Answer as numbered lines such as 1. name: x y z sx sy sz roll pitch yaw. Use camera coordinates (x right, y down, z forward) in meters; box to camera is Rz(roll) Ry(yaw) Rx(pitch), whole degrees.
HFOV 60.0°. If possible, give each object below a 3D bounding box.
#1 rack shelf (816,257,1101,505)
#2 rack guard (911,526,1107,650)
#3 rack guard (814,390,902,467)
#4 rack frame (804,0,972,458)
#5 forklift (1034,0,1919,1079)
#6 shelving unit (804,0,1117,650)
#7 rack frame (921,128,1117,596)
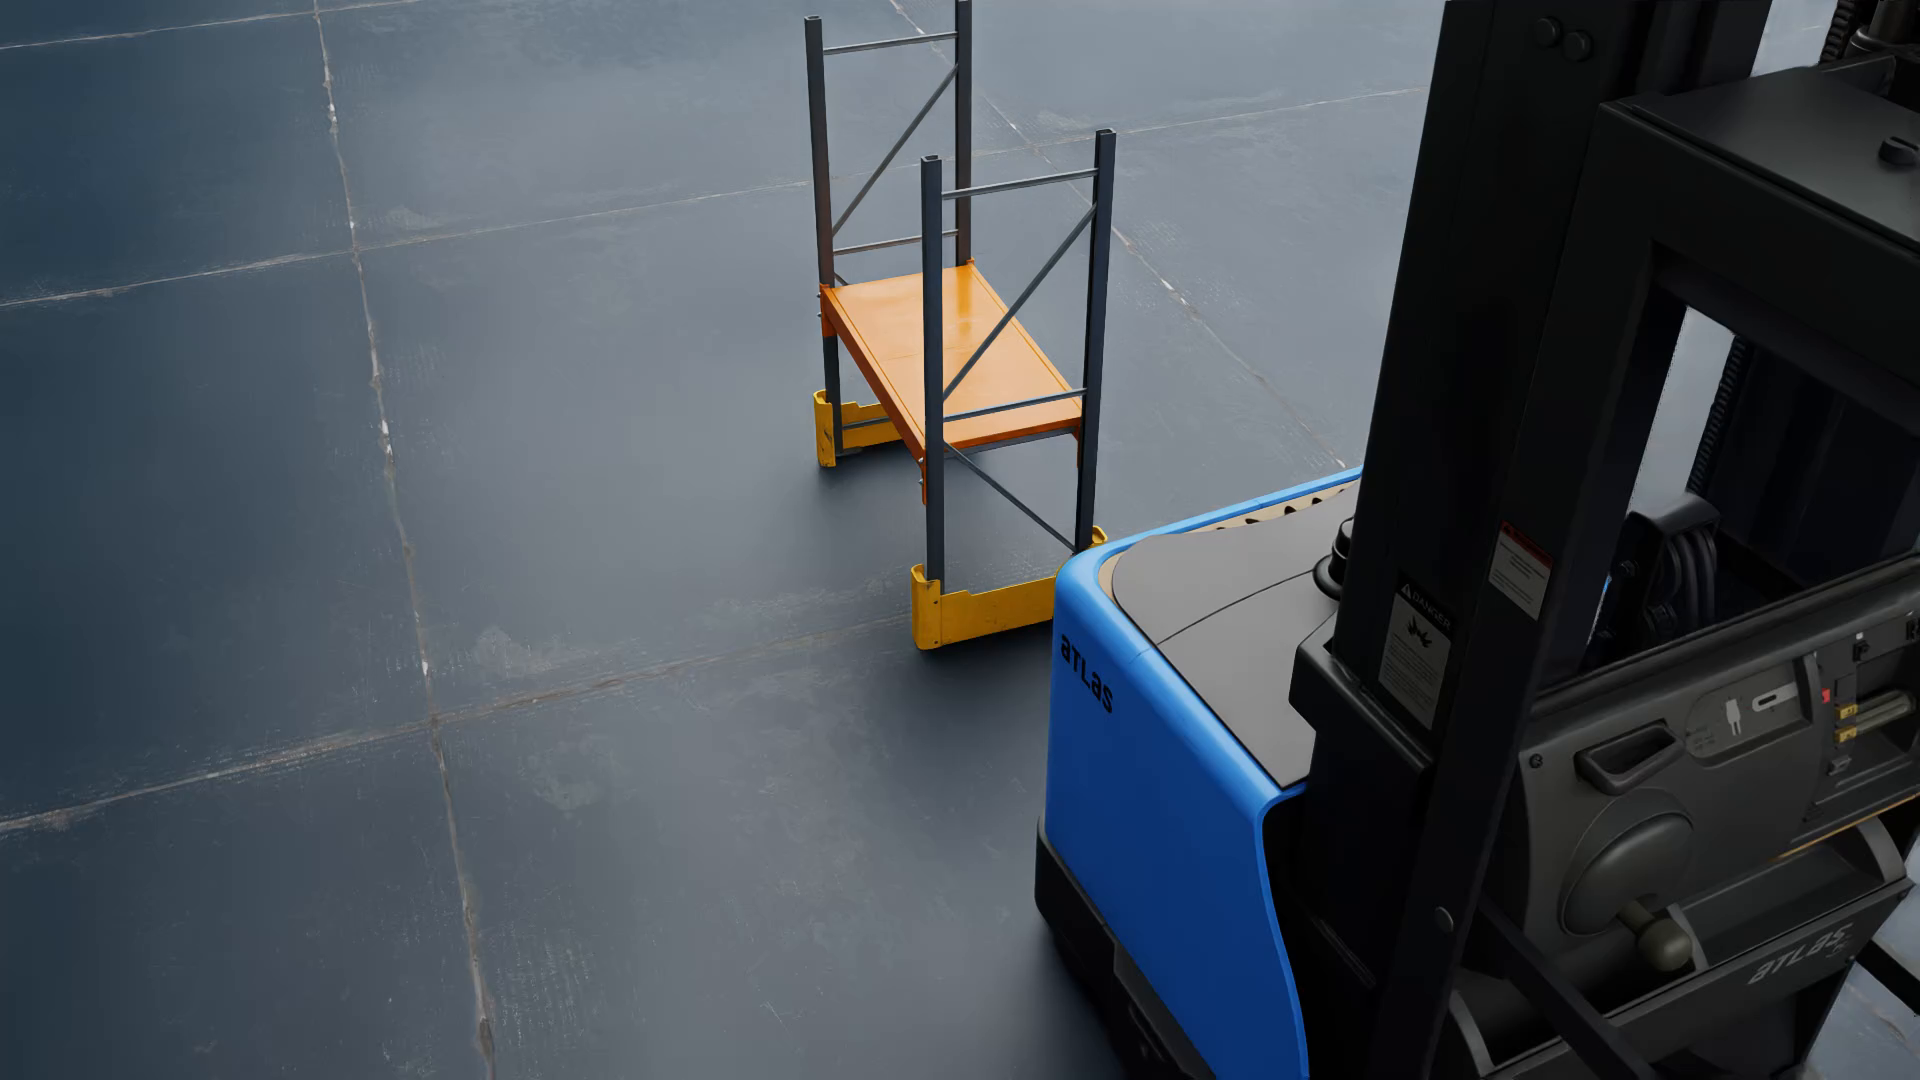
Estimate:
1. rack shelf: -0.029 -0.504 4.971 0.538 0.185 1.000 -12 39 -16
2. rack guard: 0.145 0.138 4.858 0.587 0.250 0.087 -12 39 -16
3. rack guard: -0.198 -0.424 5.605 0.587 0.250 0.087 -12 39 -16
4. rack frame: -0.204 -0.934 5.244 0.500 1.500 0.032 -12 39 -16
5. forklift: 1.277 0.394 2.291 1.130 2.935 3.031 -16 40 -20
6. shelving unit: -0.026 -0.642 4.856 0.587 1.500 1.083 -12 39 -16
7. rack frame: 0.146 -0.360 4.481 0.500 1.500 0.032 -12 39 -16
